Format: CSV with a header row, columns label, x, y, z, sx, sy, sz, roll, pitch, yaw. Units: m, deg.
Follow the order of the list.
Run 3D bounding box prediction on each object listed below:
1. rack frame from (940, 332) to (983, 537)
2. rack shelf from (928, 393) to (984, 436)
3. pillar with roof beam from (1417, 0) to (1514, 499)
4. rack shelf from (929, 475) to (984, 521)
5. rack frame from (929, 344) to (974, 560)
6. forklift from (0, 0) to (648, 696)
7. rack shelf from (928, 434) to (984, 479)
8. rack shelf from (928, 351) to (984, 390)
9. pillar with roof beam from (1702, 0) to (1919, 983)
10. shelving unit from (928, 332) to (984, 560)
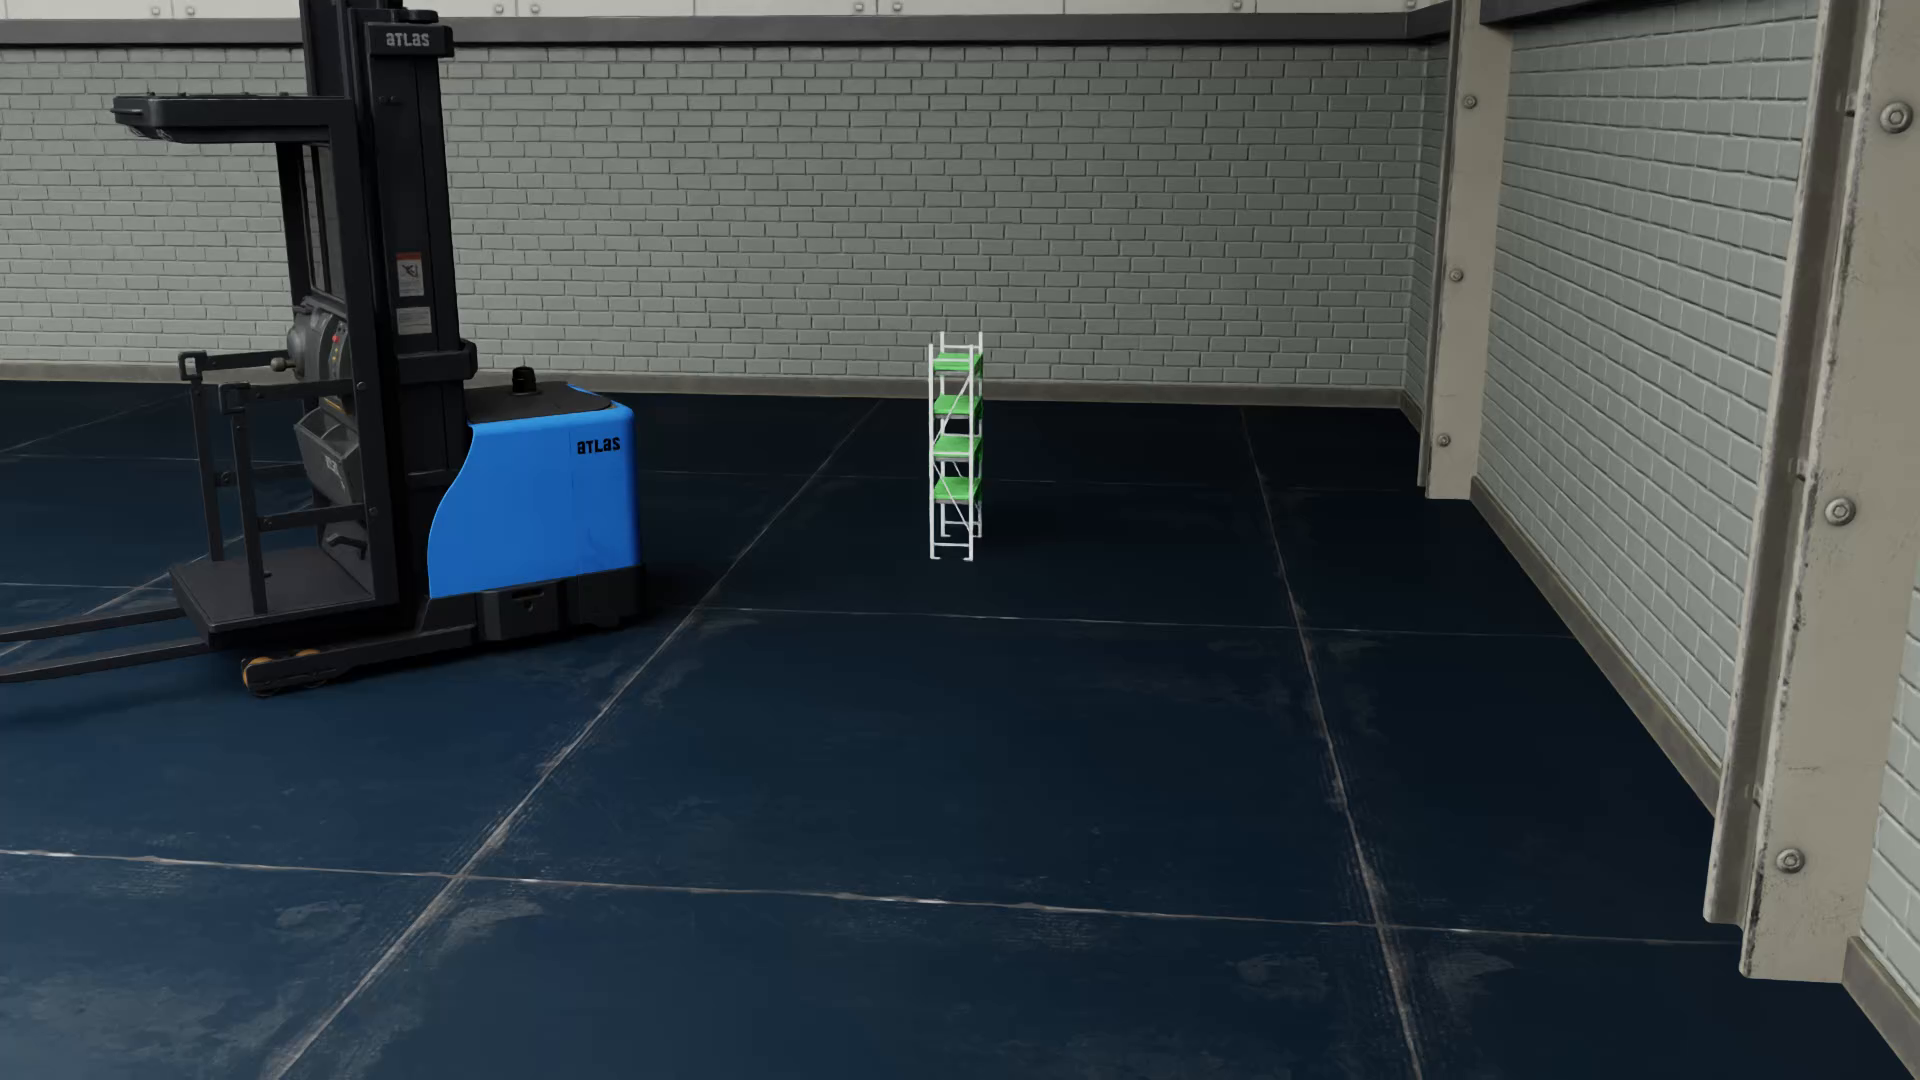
label,x,y,z,sx,sy,sz,roll,pitch,yaw
rack frame,0.009,-0.600,9.581,0.240,1.200,0.015,2,15,6
rack shelf,-0.019,-0.706,9.301,0.258,0.148,0.480,2,15,6
pillar with roof beam,-1.115,-4.785,10.119,9.100,9.000,0.400,2,15,6
rack shelf,-0.019,-0.243,9.426,0.258,0.148,0.480,2,15,6
rack frame,-0.046,-0.473,9.113,0.240,1.200,0.015,2,15,6
forklift,-3.042,-0.897,7.366,3.031,2.935,1.130,-10,18,-32
rack shelf,-0.019,-0.475,9.363,0.258,0.148,0.480,2,15,6
rack shelf,-0.019,-0.938,9.238,0.258,0.148,0.480,2,15,6
pillar with roof beam,-1.792,-3.229,4.364,9.100,9.000,0.400,2,15,6
shelving unit,-0.019,-0.536,9.347,0.258,1.200,0.503,2,15,6
